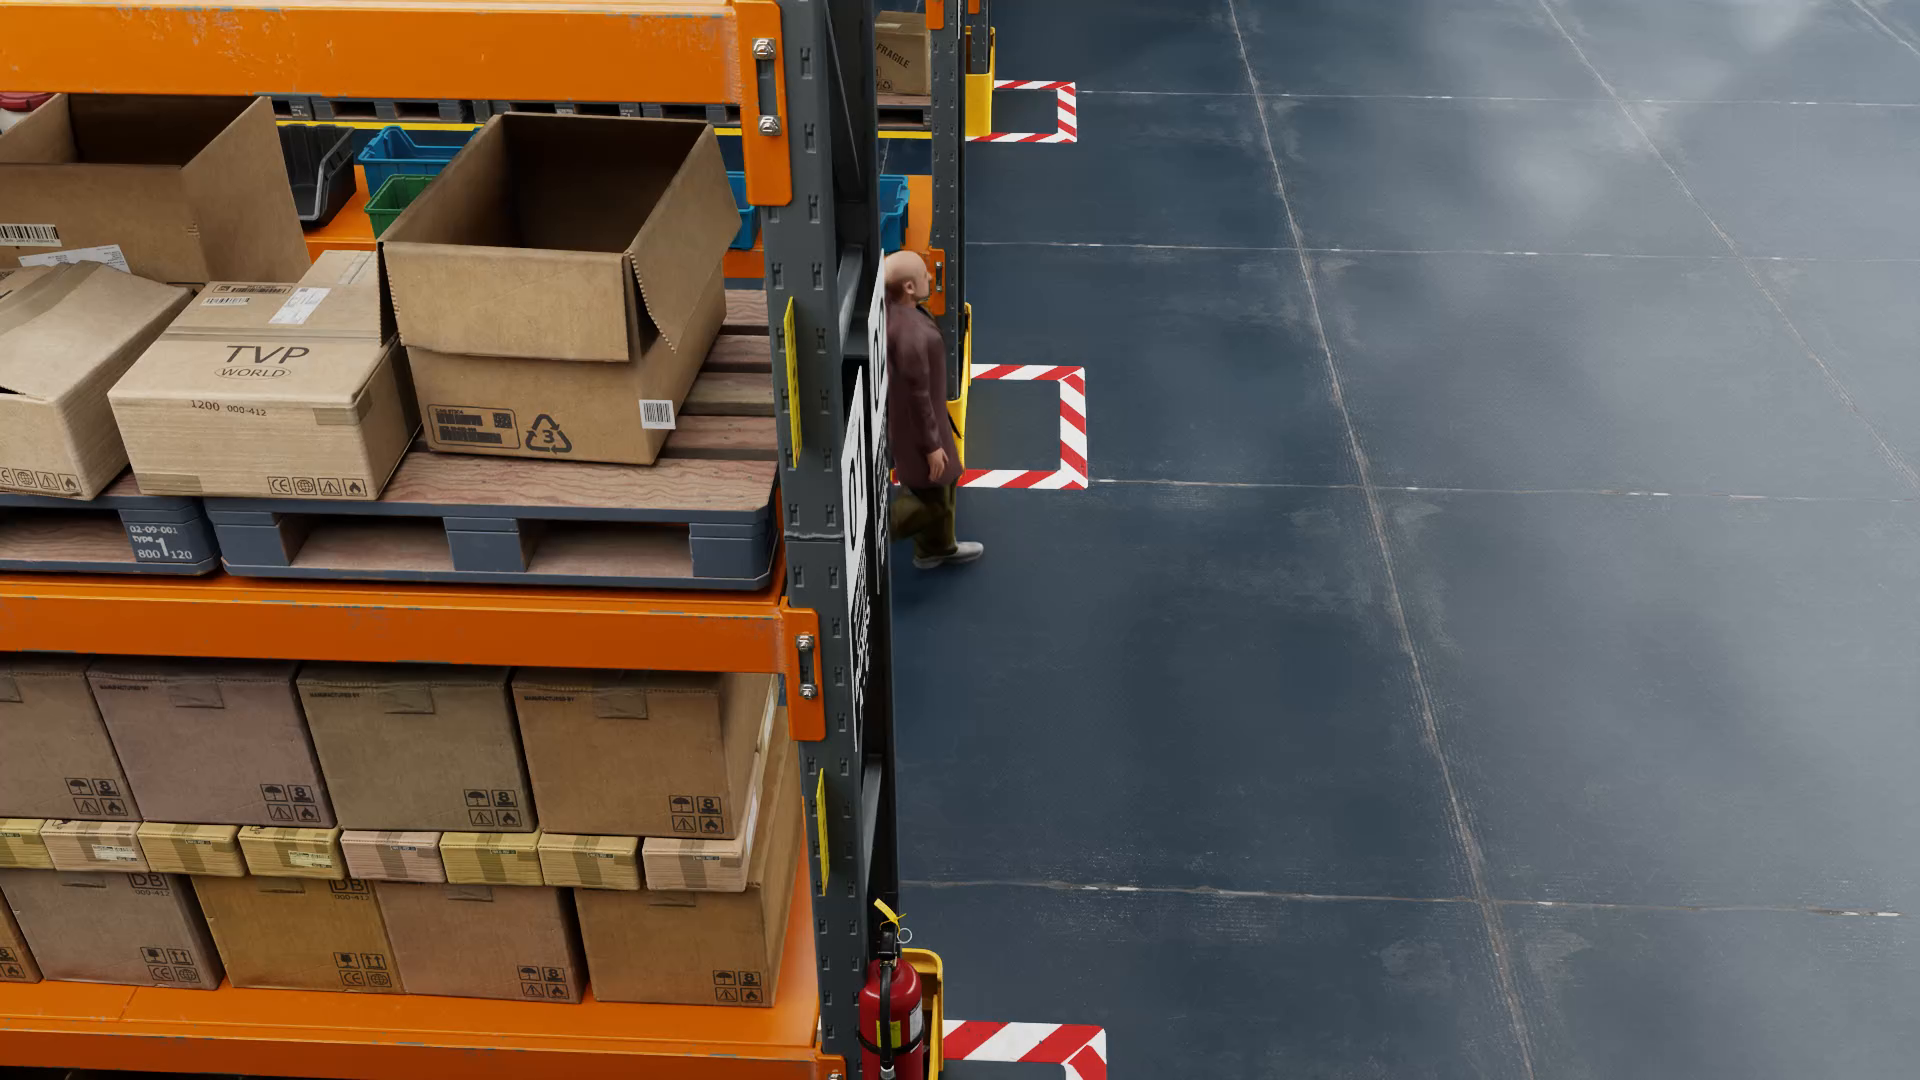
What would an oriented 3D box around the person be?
[{"bbox_3d":[-0.259,-0.545,7.874,0.811,1.756,0.595,-7,36,-9],"label":"person"}]
